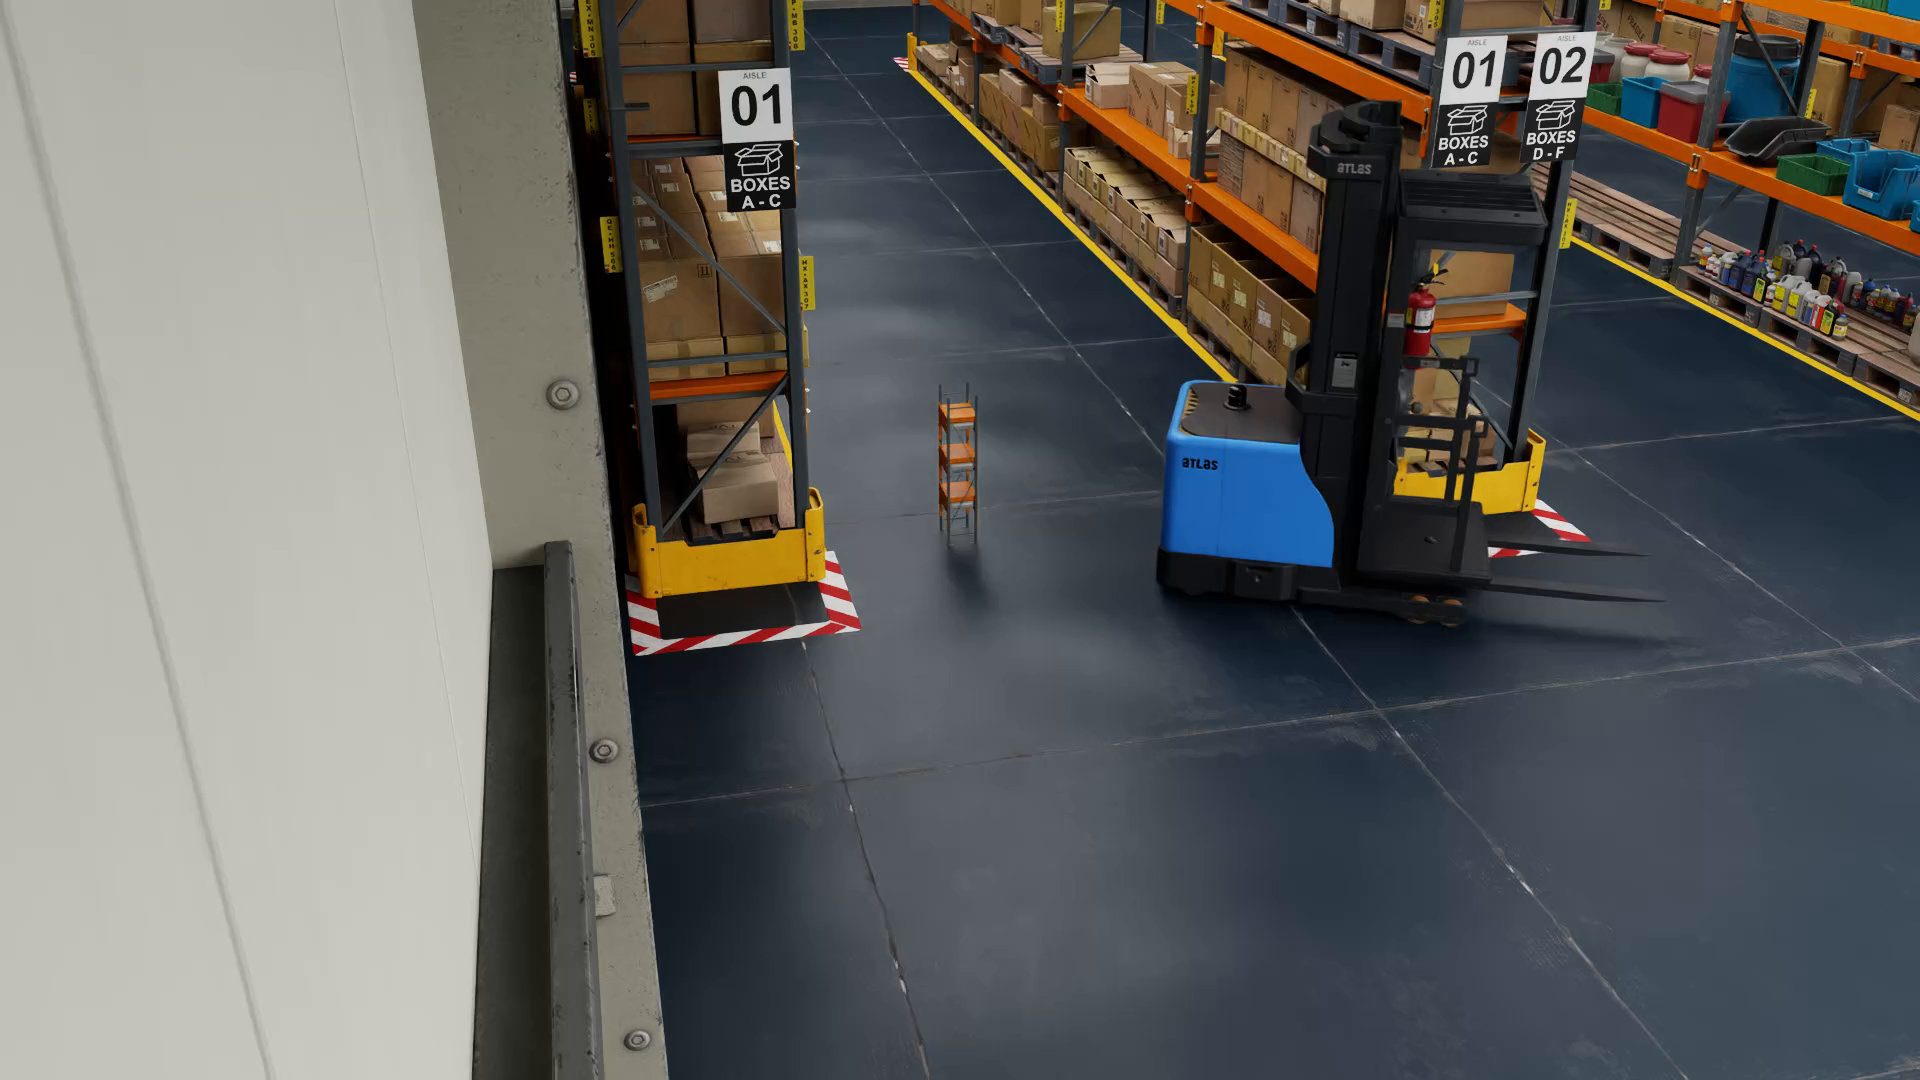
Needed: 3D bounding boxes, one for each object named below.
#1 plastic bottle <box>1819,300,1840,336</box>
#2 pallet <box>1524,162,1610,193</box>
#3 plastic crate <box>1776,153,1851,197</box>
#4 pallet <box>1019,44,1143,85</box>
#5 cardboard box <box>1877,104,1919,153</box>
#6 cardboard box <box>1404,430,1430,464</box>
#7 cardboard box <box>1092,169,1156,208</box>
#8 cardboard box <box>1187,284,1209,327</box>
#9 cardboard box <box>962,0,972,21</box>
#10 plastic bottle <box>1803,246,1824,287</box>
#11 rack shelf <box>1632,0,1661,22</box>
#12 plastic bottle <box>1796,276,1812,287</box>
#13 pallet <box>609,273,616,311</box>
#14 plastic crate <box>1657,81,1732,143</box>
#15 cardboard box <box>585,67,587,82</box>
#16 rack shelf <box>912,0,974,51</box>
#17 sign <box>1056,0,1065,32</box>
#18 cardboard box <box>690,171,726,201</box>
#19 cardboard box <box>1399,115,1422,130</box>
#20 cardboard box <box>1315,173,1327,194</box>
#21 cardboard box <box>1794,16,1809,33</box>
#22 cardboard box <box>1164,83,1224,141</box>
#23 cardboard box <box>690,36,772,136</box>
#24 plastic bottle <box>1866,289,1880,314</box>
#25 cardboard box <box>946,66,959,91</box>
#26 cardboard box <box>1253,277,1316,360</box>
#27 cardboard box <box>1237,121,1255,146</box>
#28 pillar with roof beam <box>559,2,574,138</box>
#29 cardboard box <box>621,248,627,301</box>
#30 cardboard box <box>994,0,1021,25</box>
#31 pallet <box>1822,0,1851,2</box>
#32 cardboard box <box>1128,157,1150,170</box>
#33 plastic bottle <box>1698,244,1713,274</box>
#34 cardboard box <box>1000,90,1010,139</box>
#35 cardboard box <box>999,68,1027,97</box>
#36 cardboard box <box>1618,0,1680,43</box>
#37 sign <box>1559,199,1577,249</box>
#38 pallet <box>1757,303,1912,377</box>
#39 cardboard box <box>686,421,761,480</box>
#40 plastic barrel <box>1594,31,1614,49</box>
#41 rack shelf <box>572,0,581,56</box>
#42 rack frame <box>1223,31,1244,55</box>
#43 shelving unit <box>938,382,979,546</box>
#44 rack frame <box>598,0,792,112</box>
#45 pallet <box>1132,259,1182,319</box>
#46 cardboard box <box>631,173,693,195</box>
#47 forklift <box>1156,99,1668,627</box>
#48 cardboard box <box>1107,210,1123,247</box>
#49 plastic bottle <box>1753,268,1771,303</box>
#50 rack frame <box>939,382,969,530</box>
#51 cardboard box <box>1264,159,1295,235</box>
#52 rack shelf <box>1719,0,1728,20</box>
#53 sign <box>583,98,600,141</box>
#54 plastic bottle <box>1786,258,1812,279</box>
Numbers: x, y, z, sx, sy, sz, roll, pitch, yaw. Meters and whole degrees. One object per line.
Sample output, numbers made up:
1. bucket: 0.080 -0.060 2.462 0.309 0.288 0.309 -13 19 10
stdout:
1. plastic bottle: 7.330 -1.870 14.000 0.061 0.283 0.133 -5 27 -10
2. pallet: 6.549 -3.999 18.784 1.003 0.211 1.213 -6 27 -12
3. plastic crate: 7.344 -3.112 14.169 0.450 0.188 0.662 -6 27 -12
4. pallet: 1.364 -5.291 18.463 1.213 0.211 1.003 -6 27 -12
5. cardboard box: 11.408 -4.879 19.720 0.700 0.500 0.500 -7 28 -14
6. cardboard box: 2.979 -0.740 11.818 0.500 0.250 0.500 -6 27 -12
7. cardboard box: 1.657 -3.583 16.829 0.500 0.311 0.500 -7 28 -13
8. cardboard box: 2.296 -2.056 14.426 0.500 0.250 0.500 -6 27 -12
9. cardboard box: 0.321 -7.080 21.684 0.500 0.500 0.500 -6 27 -11
10. plastic bottle: 7.783 -2.508 15.187 0.144 0.351 0.185 -7 28 -14
11. rack shelf: 9.885 -8.403 25.215 1.077 0.370 4.000 -6 27 -12
12. plastic bottle: 7.368 -2.172 14.605 0.152 0.276 0.135 -6 27 -12
13. pallet: -2.794 -2.459 15.734 1.003 0.211 1.213 -6 27 -12
14. plastic crate: 6.906 -4.042 15.704 0.402 0.464 0.583 -6 27 -12
15. cardboard box: -3.856 -5.036 18.002 0.380 0.149 0.250 -7 28 -13
16. rack shelf: 0.233 -7.399 23.225 1.077 0.370 4.000 -6 27 -12
17. sign: 1.059 -5.508 17.484 0.100 0.325 0.005 -6 27 -12
18. cardboard box: -1.592 -2.257 11.552 0.500 0.500 0.500 -5 27 -10
19. cardboard box: 3.160 -2.658 11.482 0.700 0.500 0.500 -7 28 -13
20. cardboard box: 2.823 -2.625 12.138 0.380 0.149 0.250 -5 27 -10
21. cardboard box: 10.778 -6.546 20.626 0.500 0.500 0.500 -6 27 -12
22. cardboard box: 2.211 -3.945 15.472 0.500 0.500 0.500 -4 27 -8
23. cardboard box: -1.269 -2.634 9.525 0.500 0.500 0.500 -5 27 -10
24. plastic bottle: 7.988 -2.088 14.522 0.097 0.201 0.097 0 27 0
25. cardboard box: 0.110 -6.389 22.921 0.500 0.311 0.500 -6 27 -12
26. cardboard box: 2.626 -1.731 12.951 0.500 0.500 0.500 -6 27 -12
27. cardboard box: 2.475 -3.303 13.482 0.380 0.149 0.250 -7 28 -13
28. pillar with roof beam: -0.948 -9.672 20.273 9.100 9.000 0.400 -6 27 -12
29. cardboard box: -2.093 -1.866 11.608 0.500 0.250 0.500 -6 27 -11
30. cardboard box: 0.789 -6.548 20.164 0.700 0.500 0.500 -2 27 -3
31. pallet: 7.571 -4.779 14.117 1.213 0.211 1.003 -6 27 -12
32. cardboard box: 2.067 -3.864 17.386 0.500 0.311 0.500 -6 27 -12
33. plastic bottle: 6.958 -2.626 15.509 0.097 0.271 0.097 0 27 0
34. cardboard box: 0.792 -5.232 20.420 0.500 0.500 0.500 -6 27 -11
35. cardboard box: 0.781 -5.581 20.279 0.500 0.250 0.500 -6 27 -11
36. cardboard box: 10.265 -7.383 24.288 0.875 0.875 0.875 -6 27 -12
37. sign: 3.930 -2.050 10.780 0.100 0.325 0.005 -6 27 -12
38. pallet: 7.703 -1.751 14.331 1.003 0.211 1.213 -6 27 -12
39. cardboard box: -1.634 -0.629 11.509 0.500 0.311 0.500 -4 27 -7
40. plastic barrel: 6.852 -5.208 17.961 0.421 0.512 0.421 0 27 0
41. rack shelf: -4.592 -6.894 22.225 1.077 0.370 4.000 -6 27 -12
42. rack frame: 4.609 -9.100 25.796 1.000 3.000 0.127 -6 27 -12
43. shelving unit: -0.012 -0.492 10.906 0.215 1.050 0.252 -6 27 -12
44. rack frame: -1.437 -3.748 8.535 1.000 3.000 0.127 -6 27 -12
45. pallet: 2.283 -2.405 15.627 1.003 0.211 1.213 -6 27 -12
46. cardboard box: -2.089 -2.201 11.441 0.500 0.500 0.500 -6 27 -11
47. forklift: 2.803 -1.044 9.912 3.031 2.935 1.130 6 27 11
48. cardboard box: 1.770 -3.113 16.521 0.500 0.250 0.500 -5 27 -11
49. plastic bottle: 7.130 -2.259 14.770 0.061 0.283 0.133 -5 27 -9
50. rack frame: -0.040 -0.546 11.013 0.200 1.050 0.008 -6 27 -12
51. cardboard box: 2.827 -2.729 13.064 0.700 0.500 0.500 -6 27 -11
52. rack shelf: 6.863 -5.727 16.584 1.077 0.370 4.000 -6 27 -12
53. sign: -2.879 -3.284 12.990 0.100 0.325 0.005 -6 27 -12
54. plastic bottle: 7.644 -2.448 15.153 0.152 0.276 0.135 -6 27 -12
